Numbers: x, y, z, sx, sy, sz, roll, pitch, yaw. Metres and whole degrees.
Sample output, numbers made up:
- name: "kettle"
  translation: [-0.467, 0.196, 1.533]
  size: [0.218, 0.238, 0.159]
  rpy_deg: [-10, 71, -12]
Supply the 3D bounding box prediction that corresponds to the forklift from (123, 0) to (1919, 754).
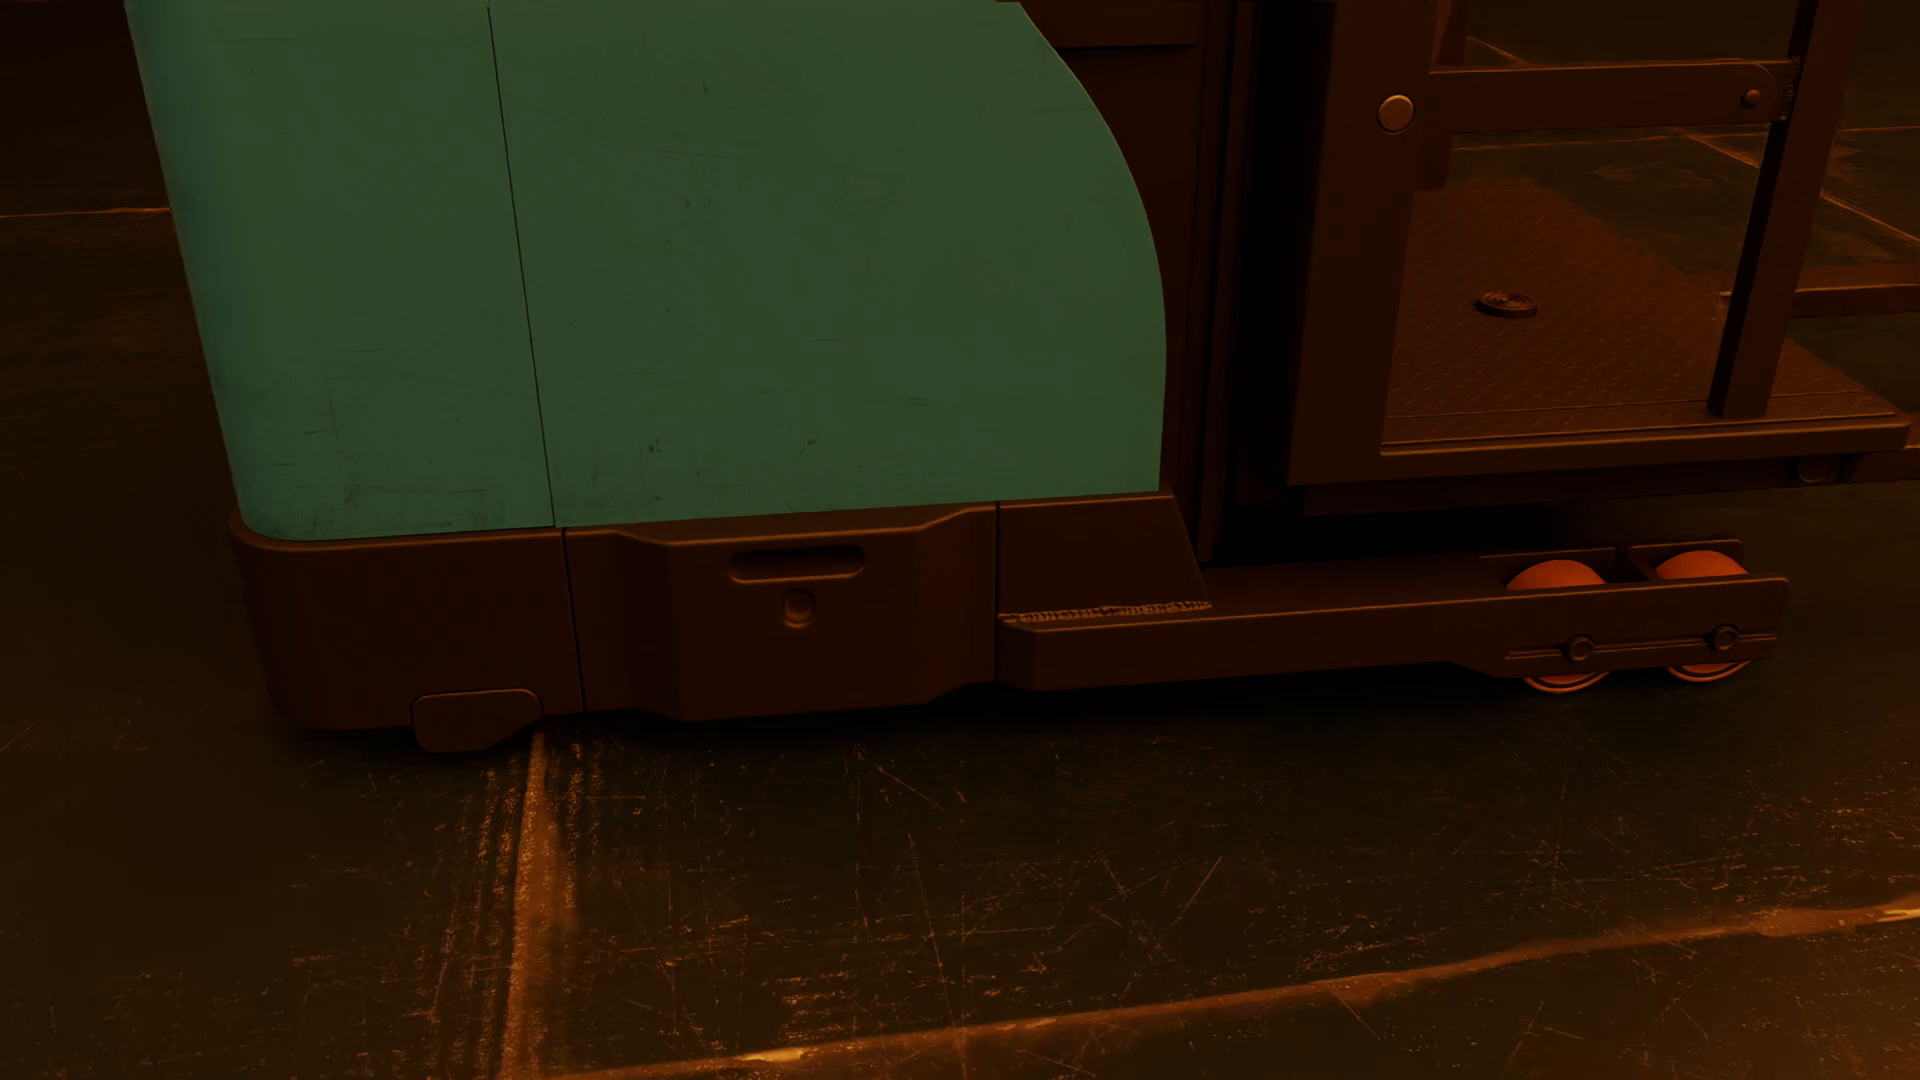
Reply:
- name: "forklift"
  translation: [0.613, -1.342, 1.902]
  size: [3.031, 2.935, 1.130]
  rpy_deg: [-4, 28, -7]
